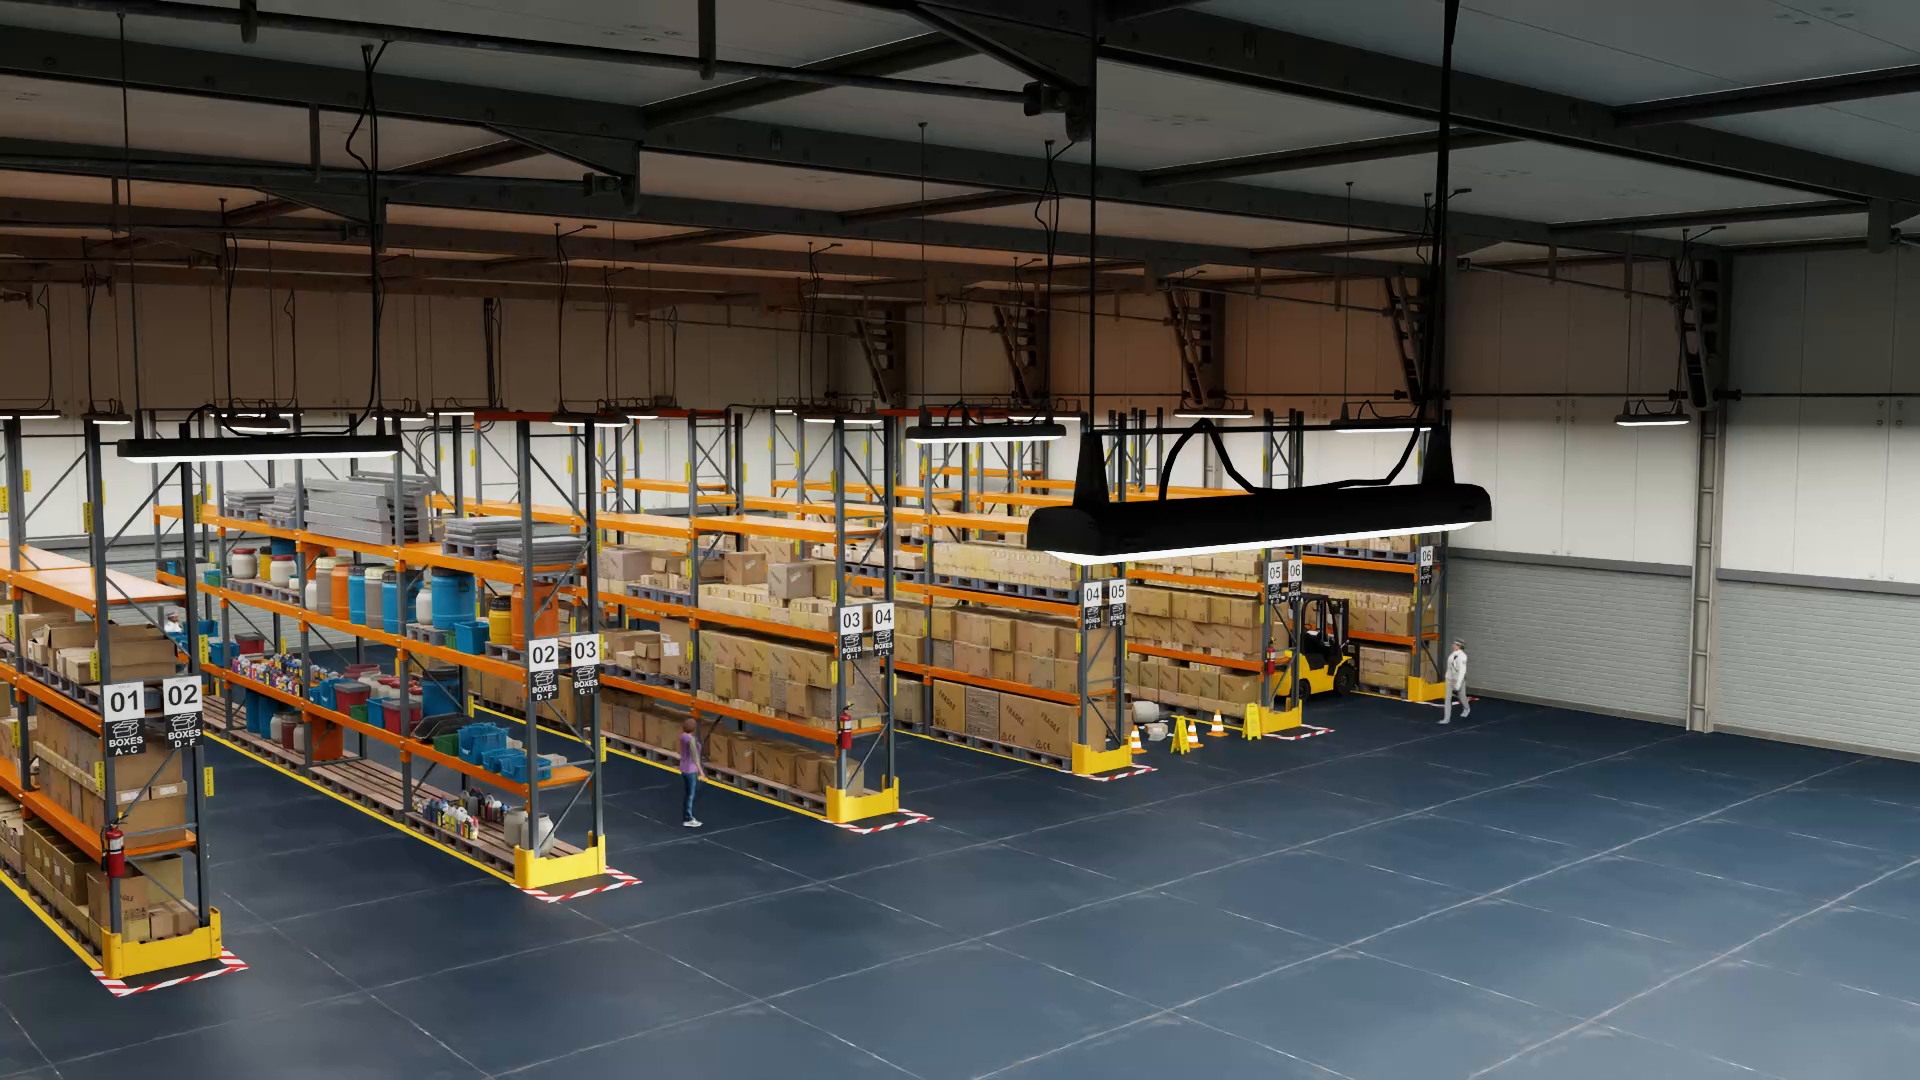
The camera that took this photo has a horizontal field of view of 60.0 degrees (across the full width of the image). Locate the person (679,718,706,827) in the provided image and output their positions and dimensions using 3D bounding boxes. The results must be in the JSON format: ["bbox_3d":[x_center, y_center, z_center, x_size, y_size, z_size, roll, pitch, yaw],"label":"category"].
[{"bbox_3d":[-3.927,3.431,24.362,0.368,1.605,0.461,-1,5,-14],"label":"person"}]

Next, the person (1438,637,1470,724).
[{"bbox_3d":[9.575,2.688,32.063,0.428,1.652,0.956,3,6,33],"label":"person"}]

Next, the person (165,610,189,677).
[{"bbox_3d":[-17.019,2.334,36.019,0.983,1.633,0.438,2,5,24],"label":"person"}]
